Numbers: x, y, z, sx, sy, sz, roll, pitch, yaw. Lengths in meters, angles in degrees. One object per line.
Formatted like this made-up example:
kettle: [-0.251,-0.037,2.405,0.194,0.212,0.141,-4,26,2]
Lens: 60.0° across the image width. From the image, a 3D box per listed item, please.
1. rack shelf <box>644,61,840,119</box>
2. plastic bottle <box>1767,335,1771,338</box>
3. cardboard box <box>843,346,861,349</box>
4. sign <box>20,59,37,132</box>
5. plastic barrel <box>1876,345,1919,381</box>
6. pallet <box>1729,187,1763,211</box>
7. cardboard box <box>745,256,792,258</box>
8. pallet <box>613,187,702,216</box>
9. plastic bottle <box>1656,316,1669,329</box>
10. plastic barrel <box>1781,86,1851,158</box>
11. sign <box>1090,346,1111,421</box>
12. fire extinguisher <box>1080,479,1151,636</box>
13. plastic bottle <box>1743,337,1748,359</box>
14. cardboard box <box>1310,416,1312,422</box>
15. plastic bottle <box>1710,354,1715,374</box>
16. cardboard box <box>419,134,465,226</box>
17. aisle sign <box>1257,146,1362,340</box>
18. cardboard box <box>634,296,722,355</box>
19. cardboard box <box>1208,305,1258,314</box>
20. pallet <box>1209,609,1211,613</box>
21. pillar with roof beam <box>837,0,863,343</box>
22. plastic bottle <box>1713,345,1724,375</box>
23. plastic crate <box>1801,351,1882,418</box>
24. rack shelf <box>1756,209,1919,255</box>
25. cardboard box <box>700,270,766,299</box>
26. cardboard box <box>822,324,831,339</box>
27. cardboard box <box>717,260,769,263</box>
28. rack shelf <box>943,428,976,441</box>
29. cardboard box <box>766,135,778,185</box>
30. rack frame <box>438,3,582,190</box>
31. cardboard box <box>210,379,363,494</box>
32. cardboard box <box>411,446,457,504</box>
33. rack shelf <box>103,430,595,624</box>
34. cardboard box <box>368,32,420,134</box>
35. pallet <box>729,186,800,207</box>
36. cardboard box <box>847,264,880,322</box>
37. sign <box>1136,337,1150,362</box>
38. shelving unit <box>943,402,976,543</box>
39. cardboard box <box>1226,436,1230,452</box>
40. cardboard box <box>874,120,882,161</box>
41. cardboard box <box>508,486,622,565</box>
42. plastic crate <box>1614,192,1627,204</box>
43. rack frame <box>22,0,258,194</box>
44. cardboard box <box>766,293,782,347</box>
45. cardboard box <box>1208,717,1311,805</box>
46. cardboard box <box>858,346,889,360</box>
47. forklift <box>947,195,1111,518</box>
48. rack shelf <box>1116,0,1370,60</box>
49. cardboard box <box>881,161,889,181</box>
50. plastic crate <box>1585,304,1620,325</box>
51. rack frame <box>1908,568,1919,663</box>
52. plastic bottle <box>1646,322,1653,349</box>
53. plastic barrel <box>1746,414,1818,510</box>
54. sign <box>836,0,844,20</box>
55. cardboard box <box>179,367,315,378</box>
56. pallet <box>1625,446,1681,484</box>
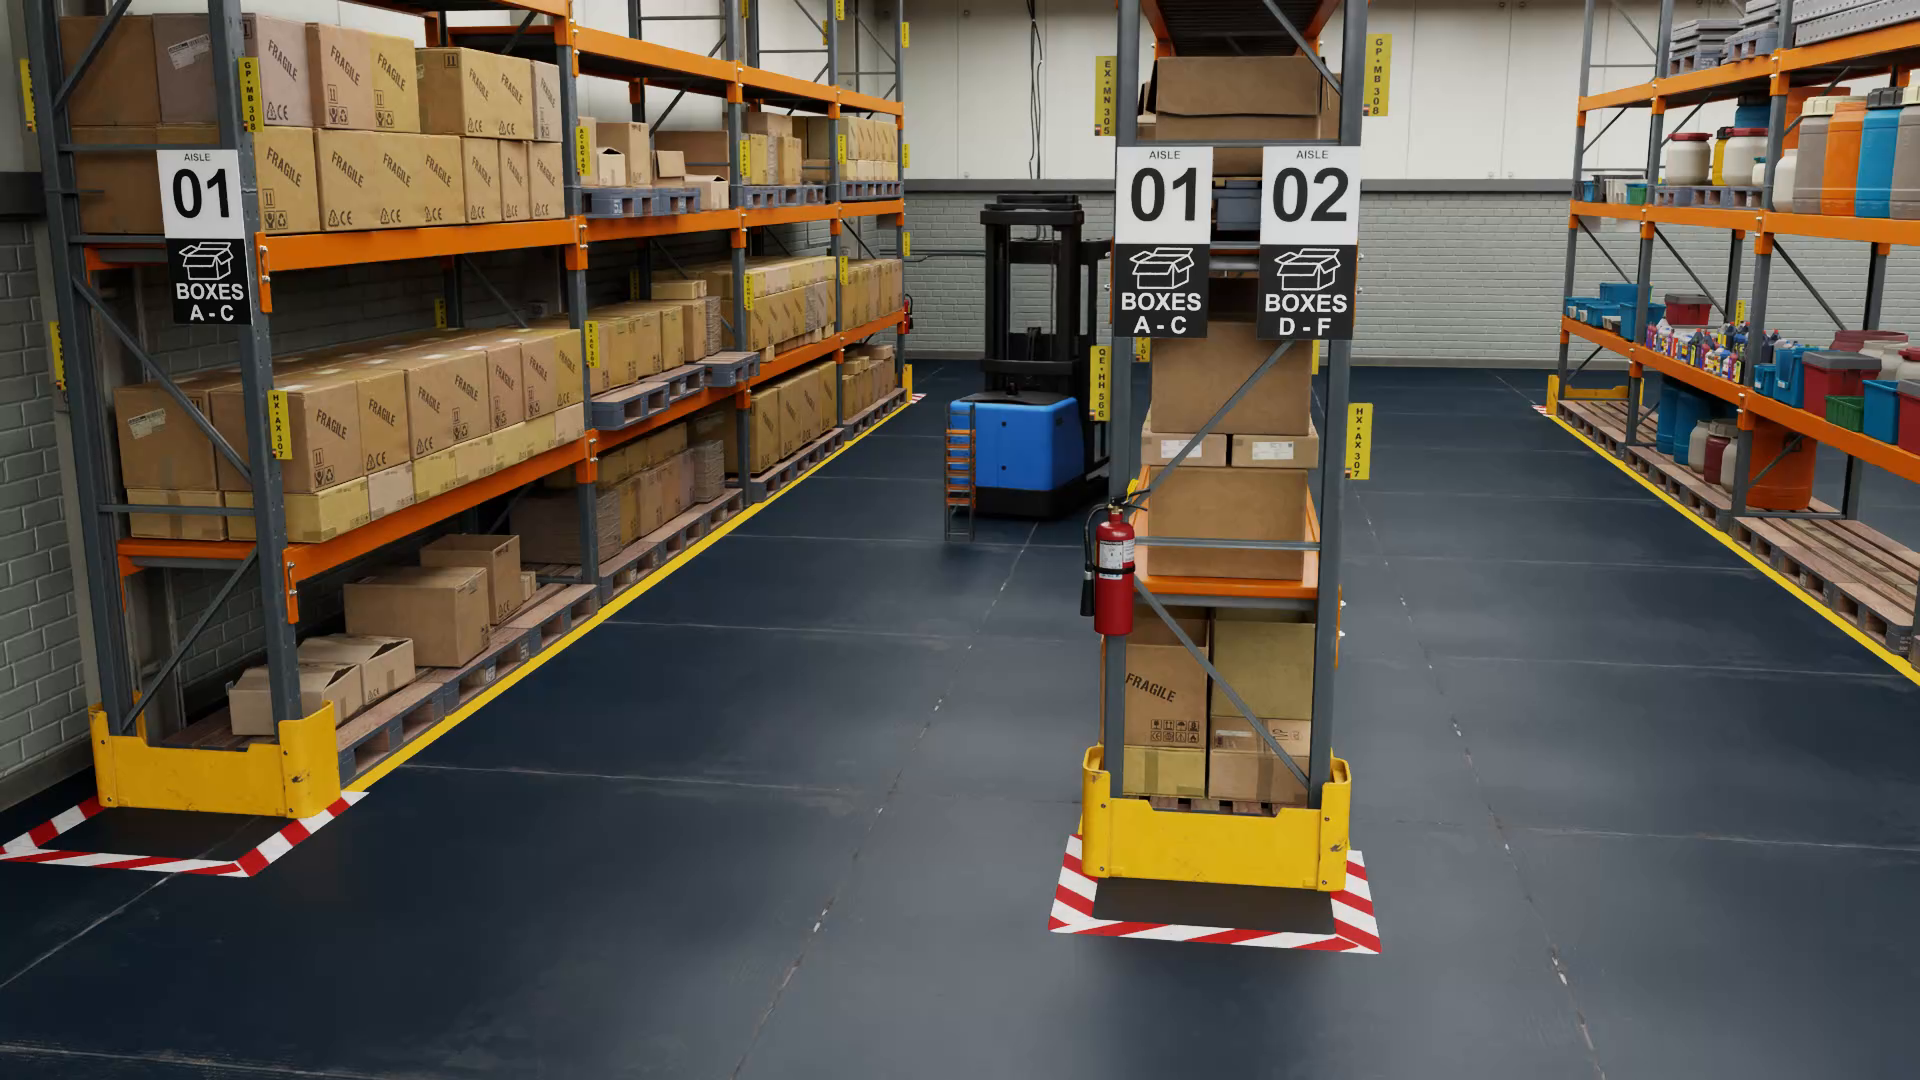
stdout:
rack shelf: [-2.208,-4.604,17.154,1.077,0.370,4.000,2,12,9]
plastic bottle: [7.958,-1.904,16.501,0.152,0.276,0.135,2,12,9]
cardboard box: [-1.549,-2.546,22.585,0.380,0.149,0.250,2,12,9]
sign: [-4.291,-2.058,7.703,0.100,0.325,0.005,2,12,9]
plastic barrel: [7.262,-1.227,12.803,0.421,0.512,0.421,0,12,0]
pallet: [7.488,-3.011,14.675,1.003,0.211,1.213,2,12,9]
cardboard box: [-2.228,-3.118,19.072,0.500,0.250,0.500,2,12,10]
pallet: [-2.774,-2.685,13.159,1.213,0.211,1.003,2,12,9]
plastic bottle: [7.508,-2.219,17.786,0.144,0.351,0.185,2,12,9]
plastic barrel: [7.364,-3.481,14.389,0.600,0.830,0.708,2,12,9]
sign: [0.616,-0.680,7.216,0.100,0.325,0.005,2,12,9]
fire extinguisher: [0.672,0.070,7.232,0.296,0.674,0.183,2,12,9]
plastic bottle: [7.832,-1.901,16.502,0.097,0.271,0.097,0,12,0]
cardboard box: [1.500,-0.525,8.032,0.380,0.149,0.250,2,12,9]
plastic bottle: [7.061,-1.655,15.525,0.097,0.201,0.097,0,12,0]
cardboard box: [-3.192,-2.055,9.502,0.500,0.500,0.500,3,12,12]
aisle sign: [1.442,-1.225,6.885,0.394,0.787,0.004,2,12,9]
cardboard box: [-2.578,-1.968,15.224,0.700,0.500,0.500,0,12,2]
cardboard box: [1.318,-0.878,8.130,0.700,0.500,0.500,2,12,7]
pallet: [1.840,0.399,12.143,1.003,0.211,1.213,2,12,9]
pillar with roof beam: [2.529,-6.851,24.923,9.100,9.000,0.400,2,12,9]
plastic bottle: [7.046,-1.669,15.423,0.097,0.271,0.097,0,12,0]
plastic crate: [6.723,-1.186,12.725,0.402,0.464,0.583,2,12,9]
rack shelf: [6.966,-2.180,12.075,1.077,0.370,4.000,2,12,9]
cardboard box: [-2.186,-2.465,16.041,0.500,0.250,0.500,2,12,10]
cardboard box: [-1.688,-2.389,19.008,0.380,0.149,0.250,2,12,10]
cardboard box: [-2.374,-2.905,18.081,0.500,0.250,0.500,1,12,7]
rack shelf: [-0.002,-0.892,14.287,0.258,0.103,0.180,2,12,9]
cardboard box: [-2.306,-3.965,17.372,0.700,0.500,0.500,2,12,9]
rack frame: [-3.131,-3.902,11.241,1.000,3.000,0.127,2,12,9]
cardboard box: [-3.375,-0.530,8.360,0.500,0.500,0.500,2,12,9]
cardboard box: [-3.207,-0.379,9.441,0.500,0.250,0.500,2,12,8]
rack shelf: [-3.438,-0.202,10.017,1.077,0.370,4.000,2,12,9]
cardboard box: [-3.252,-2.433,8.884,0.500,0.500,0.500,2,12,10]
pallet: [-2.300,-3.545,17.151,1.003,0.211,1.213,2,12,11]
cardboard box: [-1.581,-3.198,21.499,0.980,0.700,0.700,1,12,6]
sign: [1.227,-1.353,11.090,0.100,0.325,0.005,2,12,9]
shelving unit: [-0.002,-0.584,14.353,0.258,1.200,0.189,2,12,9]
cardboard box: [1.310,-0.232,8.214,0.700,0.500,0.500,2,12,10]
cardboard box: [-1.288,-5.108,21.295,0.500,0.500,0.500,1,12,6]
cardboard box: [-3.034,-0.117,12.803,0.700,0.500,0.500,2,12,11]
plastic crate: [7.709,-3.929,19.108,0.293,0.136,0.466,2,12,9]
rack frame: [-3.746,-3.070,7.377,1.000,3.000,0.127,2,12,9]
cardboard box: [-2.098,-2.208,16.628,0.500,0.500,0.500,2,12,11]
cardboard box: [1.452,1.057,7.998,0.500,0.250,0.500,2,12,9]
cardboard box: [-1.172,-2.533,22.525,0.380,0.149,0.250,2,12,10]
forklift: [0.876,-1.905,16.375,1.130,2.935,3.031,5,13,20]
rack shelf: [1.457,-2.779,8.686,1.077,0.370,4.000,2,12,9]
cardboard box: [-1.214,-4.845,21.859,0.500,0.250,0.500,1,12,7]
plastic crate: [7.938,-2.779,20.525,0.416,0.233,0.300,2,12,9]
rack frame: [6.659,-0.649,10.383,1.000,3.000,0.127,2,12,9]
plastic bottle: [7.411,-2.194,17.833,0.061,0.283,0.133,2,12,9]
plastic barrel: [7.332,-0.728,14.907,0.600,0.830,0.708,2,12,9]
sign: [-1.362,-6.048,18.791,0.100,0.325,0.005,2,12,9]
cardboard box: [-3.796,-0.650,8.916,0.500,0.500,0.500,2,12,9]
pallet: [7.729,-0.792,17.665,1.003,0.211,1.213,2,12,9]
